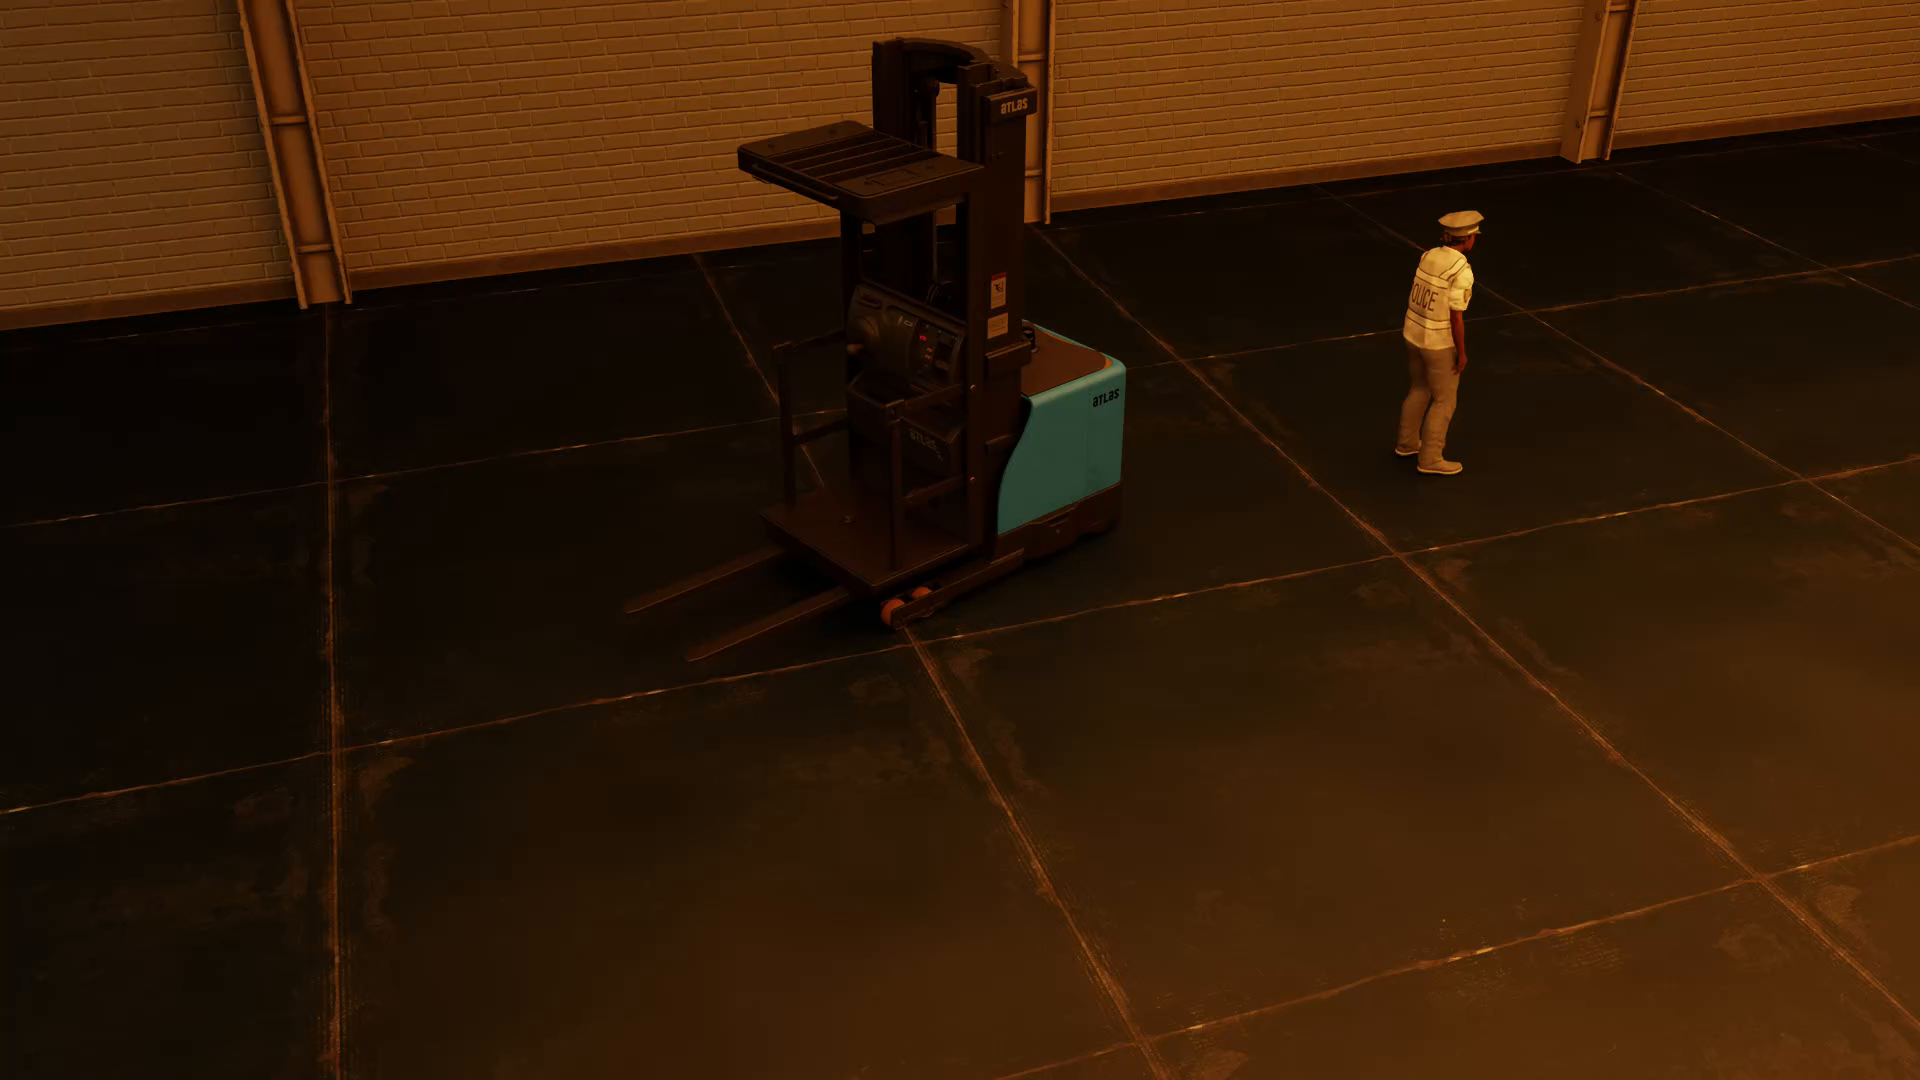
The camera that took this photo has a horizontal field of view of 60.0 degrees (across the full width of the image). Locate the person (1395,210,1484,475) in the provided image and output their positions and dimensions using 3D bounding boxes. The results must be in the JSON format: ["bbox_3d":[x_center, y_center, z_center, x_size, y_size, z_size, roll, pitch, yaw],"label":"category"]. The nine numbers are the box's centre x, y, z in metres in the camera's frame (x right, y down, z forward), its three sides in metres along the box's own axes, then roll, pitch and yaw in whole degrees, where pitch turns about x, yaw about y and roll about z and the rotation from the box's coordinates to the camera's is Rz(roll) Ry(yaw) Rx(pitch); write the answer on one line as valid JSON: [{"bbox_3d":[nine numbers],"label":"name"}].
[{"bbox_3d":[3.030,-1.248,10.529,0.393,1.663,0.532,-11,32,-18],"label":"person"}]

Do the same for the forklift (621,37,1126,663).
[{"bbox_3d":[-0.461,-1.072,8.951,3.031,2.935,1.130,-23,37,-34],"label":"forklift"}]
